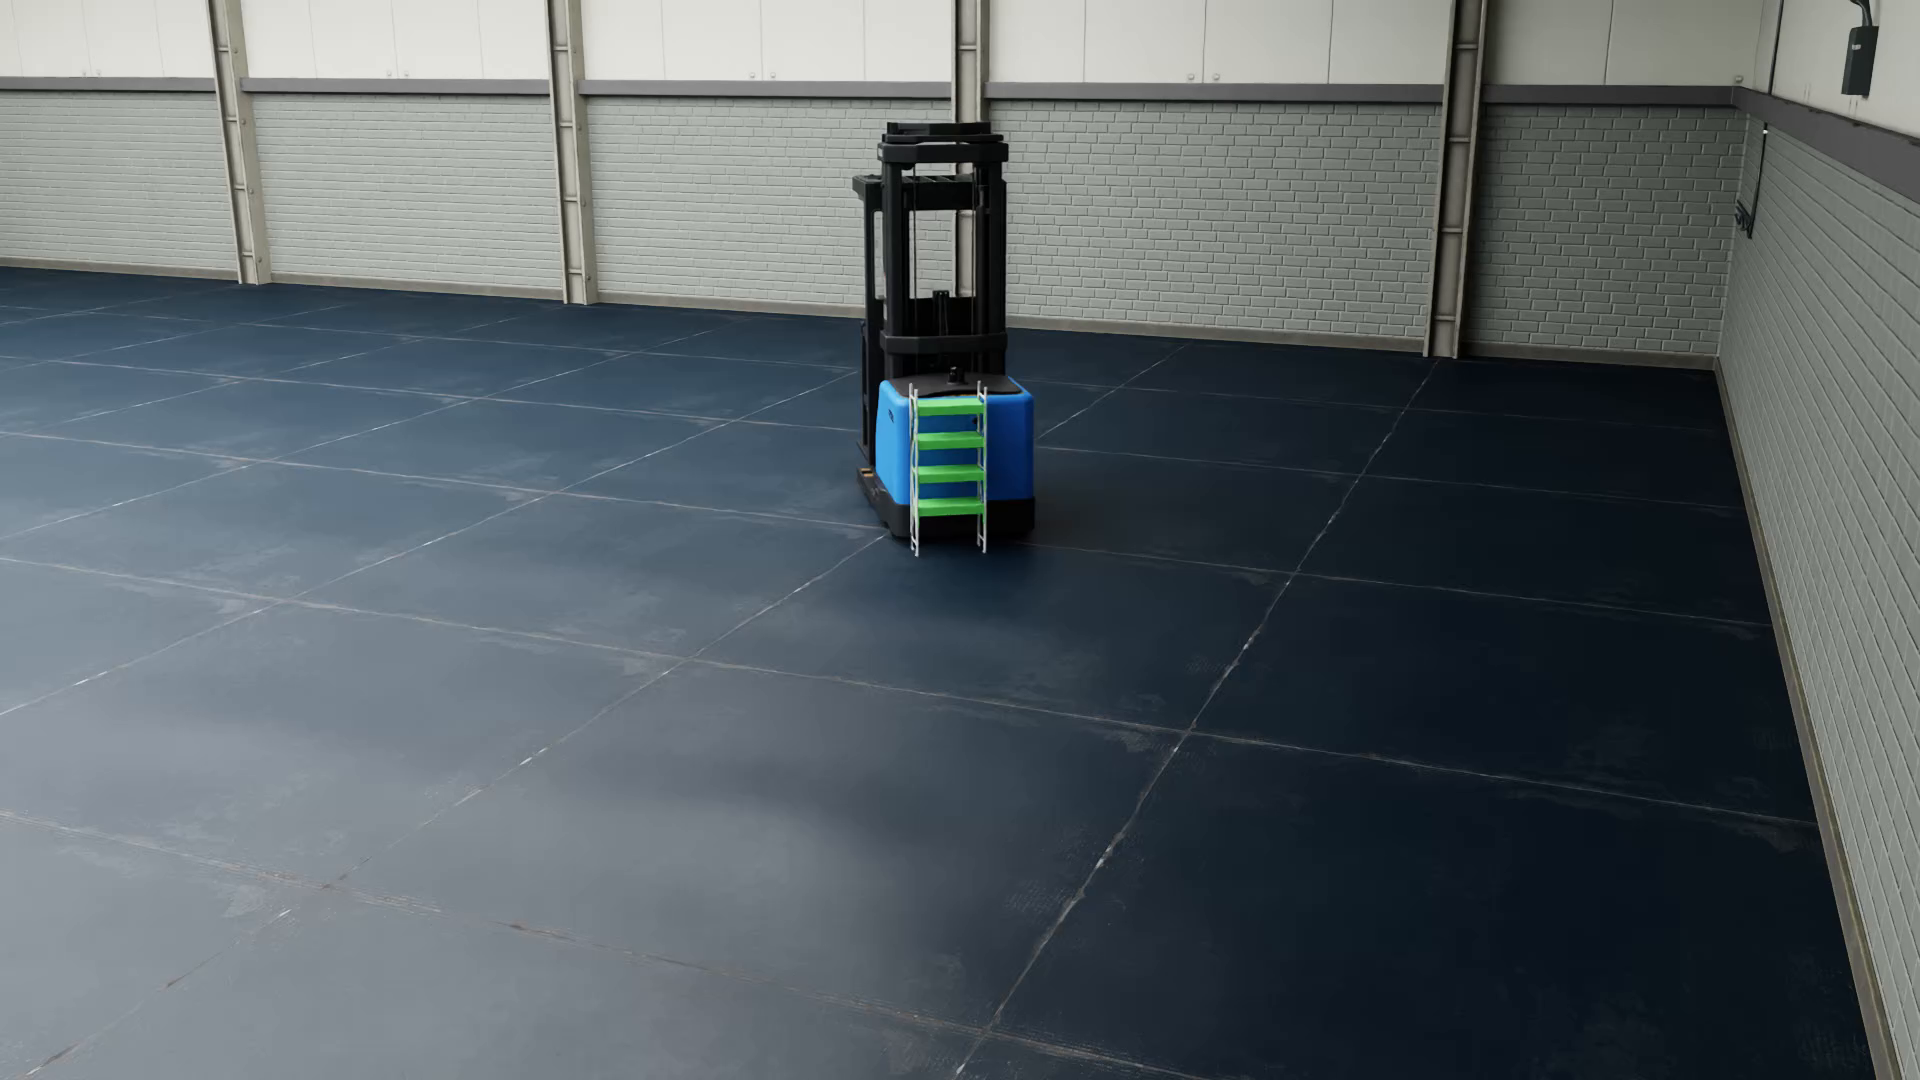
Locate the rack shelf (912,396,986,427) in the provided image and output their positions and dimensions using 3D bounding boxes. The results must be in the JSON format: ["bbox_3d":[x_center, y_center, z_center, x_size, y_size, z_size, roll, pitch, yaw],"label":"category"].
[{"bbox_3d":[-0.082,-0.898,11.623,0.480,0.148,0.258,-3,17,-11],"label":"rack shelf"}]

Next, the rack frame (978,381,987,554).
[{"bbox_3d":[0.158,-0.512,11.784,0.015,1.200,0.240,-3,17,-11],"label":"rack frame"}]

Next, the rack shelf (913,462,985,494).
[{"bbox_3d":[-0.082,-0.437,11.757,0.480,0.148,0.258,-3,17,-11],"label":"rack shelf"}]

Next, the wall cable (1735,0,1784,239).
[{"bbox_3d":[7.966,-4.375,16.674,0.112,2.526,3.097,6,17,21],"label":"wall cable"}]

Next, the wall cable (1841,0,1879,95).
[{"bbox_3d":[4.468,-5.039,7.292,0.169,6.003,2.305,6,17,21],"label":"wall cable"}]

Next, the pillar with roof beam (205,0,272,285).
[{"bbox_3d":[-12.613,-7.236,20.957,0.400,9.000,9.100,6,17,21],"label":"pillar with roof beam"}]

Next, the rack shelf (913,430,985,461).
[{"bbox_3d":[-0.082,-0.668,11.690,0.480,0.148,0.258,-3,17,-11],"label":"rack shelf"}]

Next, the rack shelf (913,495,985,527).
[{"bbox_3d":[-0.082,-0.207,11.824,0.480,0.148,0.258,-3,17,-11],"label":"rack shelf"}]

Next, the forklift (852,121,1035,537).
[{"bbox_3d":[-0.235,-1.794,13.096,1.130,2.935,3.031,-3,16,-11],"label":"forklift"}]

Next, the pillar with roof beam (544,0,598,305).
[{"bbox_3d":[-7.032,-6.622,18.843,0.400,9.000,9.100,6,17,21],"label":"pillar with roof beam"}]

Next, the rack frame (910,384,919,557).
[{"bbox_3d":[-0.322,-0.486,11.694,0.015,1.200,0.240,-3,17,-11],"label":"rack frame"}]

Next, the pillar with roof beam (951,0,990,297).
[{"bbox_3d":[-1.450,-6.008,16.729,0.400,9.000,9.100,6,17,21],"label":"pillar with roof beam"}]

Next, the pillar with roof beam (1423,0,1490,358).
[{"bbox_3d":[4.131,-5.394,14.615,0.400,9.000,9.100,6,17,21],"label":"pillar with roof beam"}]

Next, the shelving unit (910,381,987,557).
[{"bbox_3d":[-0.082,-0.499,11.739,0.503,1.200,0.258,-3,17,-11],"label":"shelving unit"}]
